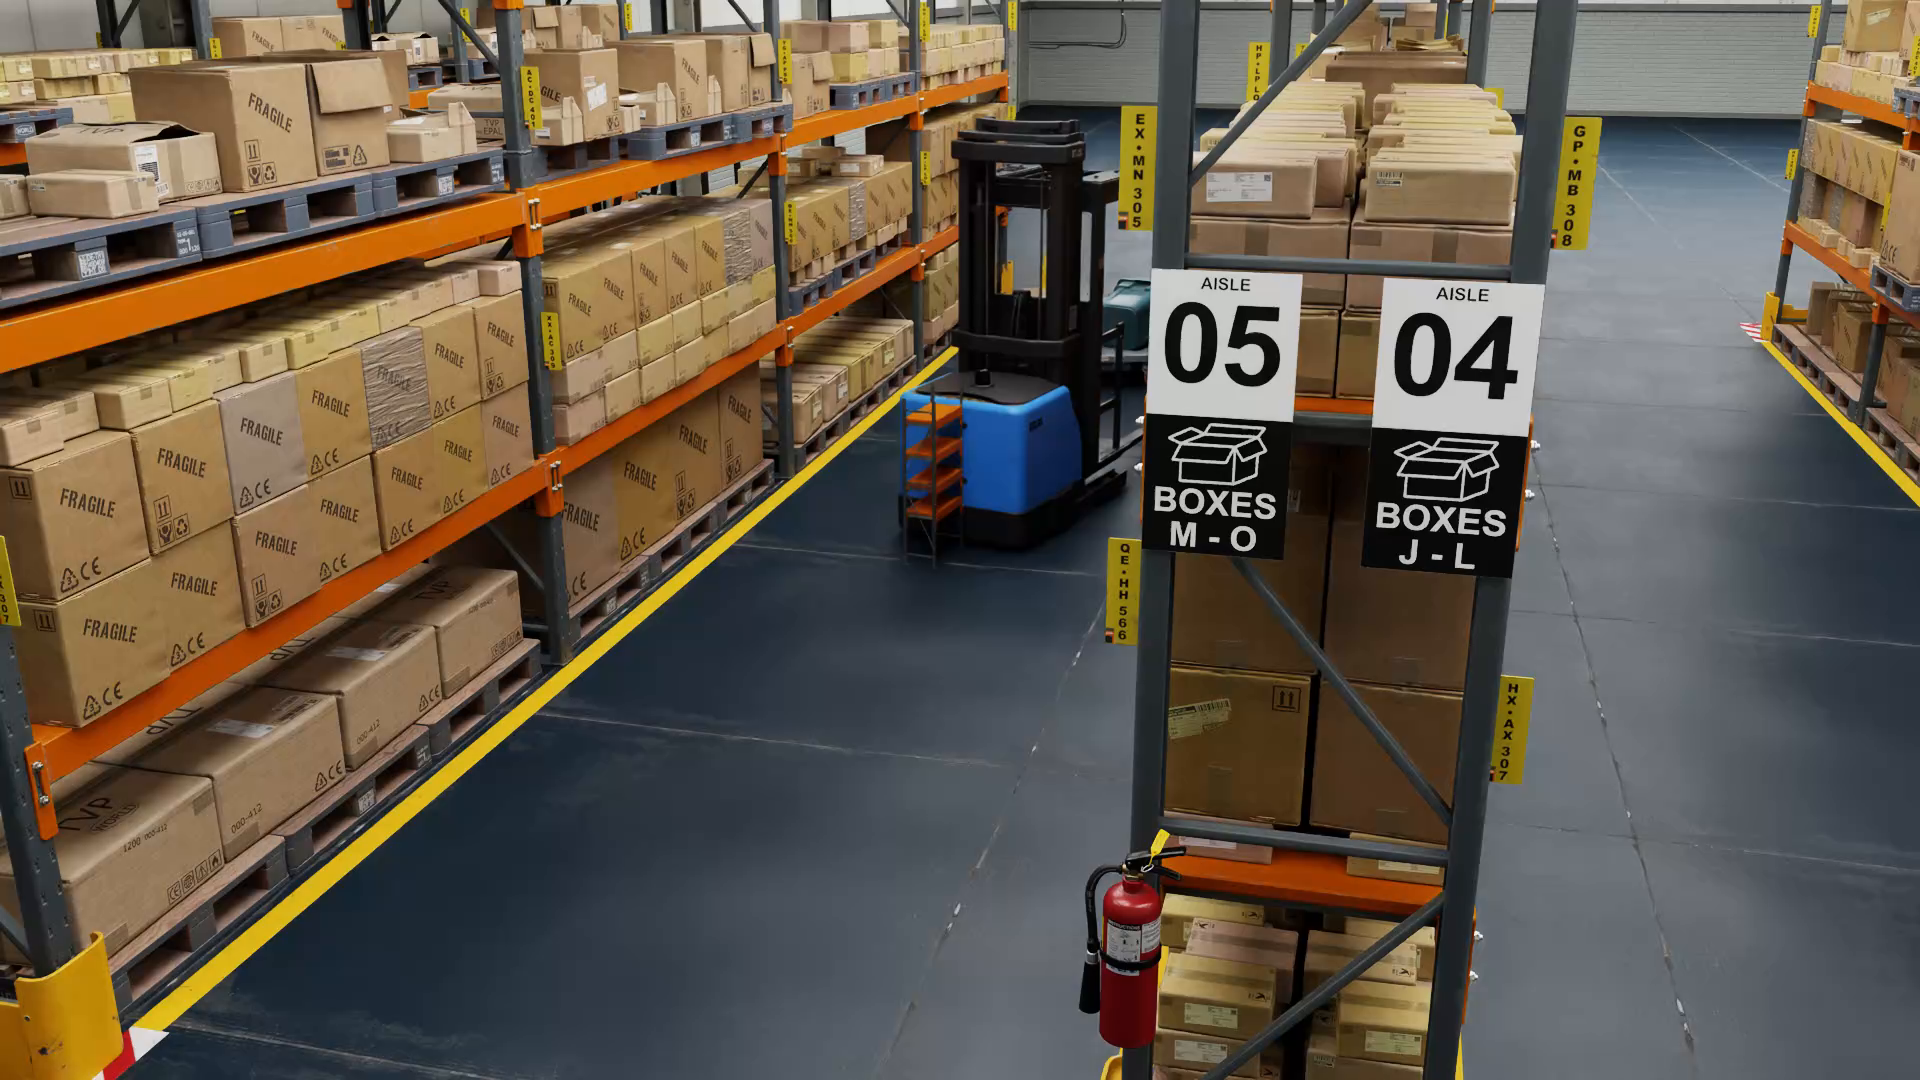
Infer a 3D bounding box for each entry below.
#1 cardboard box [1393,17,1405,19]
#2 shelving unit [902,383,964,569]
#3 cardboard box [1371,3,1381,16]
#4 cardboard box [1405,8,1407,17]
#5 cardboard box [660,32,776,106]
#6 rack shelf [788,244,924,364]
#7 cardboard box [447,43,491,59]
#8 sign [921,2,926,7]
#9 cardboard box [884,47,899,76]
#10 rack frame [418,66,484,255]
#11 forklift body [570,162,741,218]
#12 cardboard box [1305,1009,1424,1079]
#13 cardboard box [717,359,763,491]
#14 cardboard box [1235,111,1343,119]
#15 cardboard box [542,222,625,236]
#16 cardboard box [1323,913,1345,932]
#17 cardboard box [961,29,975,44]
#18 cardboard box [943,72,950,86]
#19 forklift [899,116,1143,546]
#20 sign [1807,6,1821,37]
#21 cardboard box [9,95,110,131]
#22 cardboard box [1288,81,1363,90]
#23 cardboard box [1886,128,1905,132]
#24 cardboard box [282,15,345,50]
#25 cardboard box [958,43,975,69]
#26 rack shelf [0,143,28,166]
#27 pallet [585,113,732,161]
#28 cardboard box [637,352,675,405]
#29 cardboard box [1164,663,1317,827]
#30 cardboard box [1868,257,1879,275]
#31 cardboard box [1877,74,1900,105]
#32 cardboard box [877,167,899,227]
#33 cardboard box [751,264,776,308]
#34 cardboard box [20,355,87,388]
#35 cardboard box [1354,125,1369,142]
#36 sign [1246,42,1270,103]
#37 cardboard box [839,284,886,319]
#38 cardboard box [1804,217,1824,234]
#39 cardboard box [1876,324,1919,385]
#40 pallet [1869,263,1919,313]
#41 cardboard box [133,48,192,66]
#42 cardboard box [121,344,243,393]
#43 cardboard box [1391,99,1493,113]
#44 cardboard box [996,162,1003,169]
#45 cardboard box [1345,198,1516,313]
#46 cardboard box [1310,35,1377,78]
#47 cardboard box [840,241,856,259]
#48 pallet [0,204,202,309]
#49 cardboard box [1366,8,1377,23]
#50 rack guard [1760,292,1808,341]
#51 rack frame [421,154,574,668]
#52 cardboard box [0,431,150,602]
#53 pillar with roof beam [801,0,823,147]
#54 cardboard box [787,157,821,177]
[{"bbox_3d":[5.069,-5.676,18.490,0.500,0.250,0.500,5,19,14],"label":"cardboard box"},{"bbox_3d":[-0.186,-0.454,11.659,0.258,1.200,0.503,8,20,21],"label":"shelving unit"},{"bbox_3d":[4.528,-5.960,18.707,0.380,0.149,0.250,5,19,14],"label":"cardboard box"},{"bbox_3d":[4.544,-5.112,16.224,0.380,0.149,0.250,4,19,12],"label":"cardboard box"},{"bbox_3d":[-1.807,-3.505,12.357,0.797,0.503,0.637,3,19,10],"label":"cardboard box"},{"bbox_3d":[-1.373,-2.254,15.259,1.077,0.370,4.000,5,19,13],"label":"rack shelf"},{"bbox_3d":[-5.294,-5.275,17.936,0.380,0.149,0.250,5,20,15],"label":"cardboard box"},{"bbox_3d":[-0.433,-6.351,20.148,0.100,0.325,0.005,5,19,13],"label":"sign"},{"bbox_3d":[-0.886,-4.574,15.880,0.500,0.250,0.500,4,19,12],"label":"cardboard box"},{"bbox_3d":[-5.698,-3.612,18.122,1.000,3.000,0.127,5,19,13],"label":"rack frame"},{"bbox_3d":[-3.415,-3.726,19.768,2.313,2.155,1.214,5,19,13],"label":"forklift body"},{"bbox_3d":[1.386,1.765,5.681,0.380,0.149,0.250,5,20,16],"label":"cardboard box"},{"bbox_3d":[-2.111,-0.951,12.968,0.875,0.875,0.875,4,19,13],"label":"cardboard box"},{"bbox_3d":[1.203,-1.483,6.089,0.380,0.149,0.250,4,19,12],"label":"cardboard box"},{"bbox_3d":[-2.599,-1.878,11.343,0.500,0.500,0.500,5,19,14],"label":"cardboard box"},{"bbox_3d":[1.583,1.381,6.343,0.380,0.149,0.250,4,19,11],"label":"cardboard box"},{"bbox_3d":[-0.045,-5.540,18.282,0.380,0.149,0.250,5,20,15],"label":"cardboard box"},{"bbox_3d":[-0.323,-4.923,17.707,0.380,0.149,0.250,4,19,12],"label":"cardboard box"},{"bbox_3d":[0.682,-1.777,12.854,1.130,2.935,3.031,10,21,26],"label":"forklift"},{"bbox_3d":[9.177,-5.568,17.857,0.100,0.325,0.005,5,19,13],"label":"sign"},{"bbox_3d":[-6.810,-3.212,12.543,0.500,0.250,0.500,5,19,13],"label":"cardboard box"},{"bbox_3d":[1.680,-2.056,7.768,0.380,0.149,0.250,4,19,12],"label":"cardboard box"},{"bbox_3d":[9.567,-3.848,16.651,0.500,0.500,0.500,5,19,13],"label":"cardboard box"},{"bbox_3d":[-6.013,-4.598,15.409,0.500,0.500,0.500,5,20,15],"label":"cardboard box"},{"bbox_3d":[-0.138,-5.304,18.206,0.500,0.250,0.500,5,19,14],"label":"cardboard box"},{"bbox_3d":[-7.164,-2.811,12.248,1.077,0.370,4.000,5,19,13],"label":"rack shelf"},{"bbox_3d":[-2.237,-2.741,11.223,1.003,0.211,1.213,6,20,16],"label":"pallet"},{"bbox_3d":[-2.209,-1.082,10.946,0.500,0.250,0.500,4,19,13],"label":"cardboard box"},{"bbox_3d":[0.869,0.550,5.322,0.500,0.500,0.500,5,20,14],"label":"cardboard box"},{"bbox_3d":[8.564,-2.488,15.220,0.380,0.149,0.250,5,19,13],"label":"cardboard box"},{"bbox_3d":[8.722,-4.114,15.182,0.500,0.250,0.500,5,20,15],"label":"cardboard box"},{"bbox_3d":[-0.894,-3.290,15.914,0.500,0.500,0.500,5,19,14],"label":"cardboard box"},{"bbox_3d":[-1.733,-1.961,12.748,0.500,0.250,0.500,5,19,13],"label":"cardboard box"},{"bbox_3d":[-3.801,-0.661,6.776,0.380,0.149,0.250,5,20,15],"label":"cardboard box"},{"bbox_3d":[1.509,-1.652,7.201,0.500,0.250,0.500,5,19,13],"label":"cardboard box"},{"bbox_3d":[1.447,-2.248,8.078,0.100,0.325,0.005,5,19,13],"label":"sign"},{"bbox_3d":[-1.000,-2.680,17.838,0.500,0.500,0.500,4,19,13],"label":"cardboard box"},{"bbox_3d":[9.247,-3.349,17.741,0.380,0.149,0.250,5,19,13],"label":"cardboard box"},{"bbox_3d":[8.995,-1.757,15.908,0.500,0.500,0.500,12,22,31],"label":"cardboard box"},{"bbox_3d":[8.398,-2.120,14.050,1.003,0.211,1.213,5,19,13],"label":"pallet"},{"bbox_3d":[-6.473,-3.905,13.495,0.380,0.149,0.250,5,20,15],"label":"cardboard box"},{"bbox_3d":[-3.231,-0.708,6.913,0.380,0.149,0.250,5,19,14],"label":"cardboard box"},{"bbox_3d":[1.928,-1.681,6.671,0.380,0.149,0.250,4,19,11],"label":"cardboard box"},{"bbox_3d":[0.228,-4.471,20.023,0.500,0.500,0.500,4,19,12],"label":"cardboard box"},{"bbox_3d":[1.371,-0.806,4.725,0.500,0.250,0.500,5,19,14],"label":"cardboard box"},{"bbox_3d":[2.447,-3.088,10.607,0.396,0.266,0.258,5,19,13],"label":"cardboard box"},{"bbox_3d":[-1.160,-2.637,15.007,0.380,0.149,0.250,5,20,15],"label":"cardboard box"},{"bbox_3d":[-3.645,-1.071,6.179,1.003,0.211,1.213,5,19,13],"label":"pallet"},{"bbox_3d":[3.845,-5.084,16.141,0.380,0.149,0.250,5,19,13],"label":"cardboard box"},{"bbox_3d":[9.684,-2.486,18.692,1.175,0.500,0.348,5,19,13],"label":"rack guard"},{"bbox_3d":[-2.839,-0.714,9.637,1.000,3.000,0.127,5,19,13],"label":"rack frame"},{"bbox_3d":[-3.422,-0.109,6.163,0.500,0.500,0.500,4,19,12],"label":"cardboard box"},{"bbox_3d":[1.342,-10.979,30.409,9.100,9.000,0.400,5,19,13],"label":"pillar with roof beam"},{"bbox_3d":[-1.507,-3.447,15.371,0.380,0.149,0.250,6,20,16],"label":"cardboard box"}]
